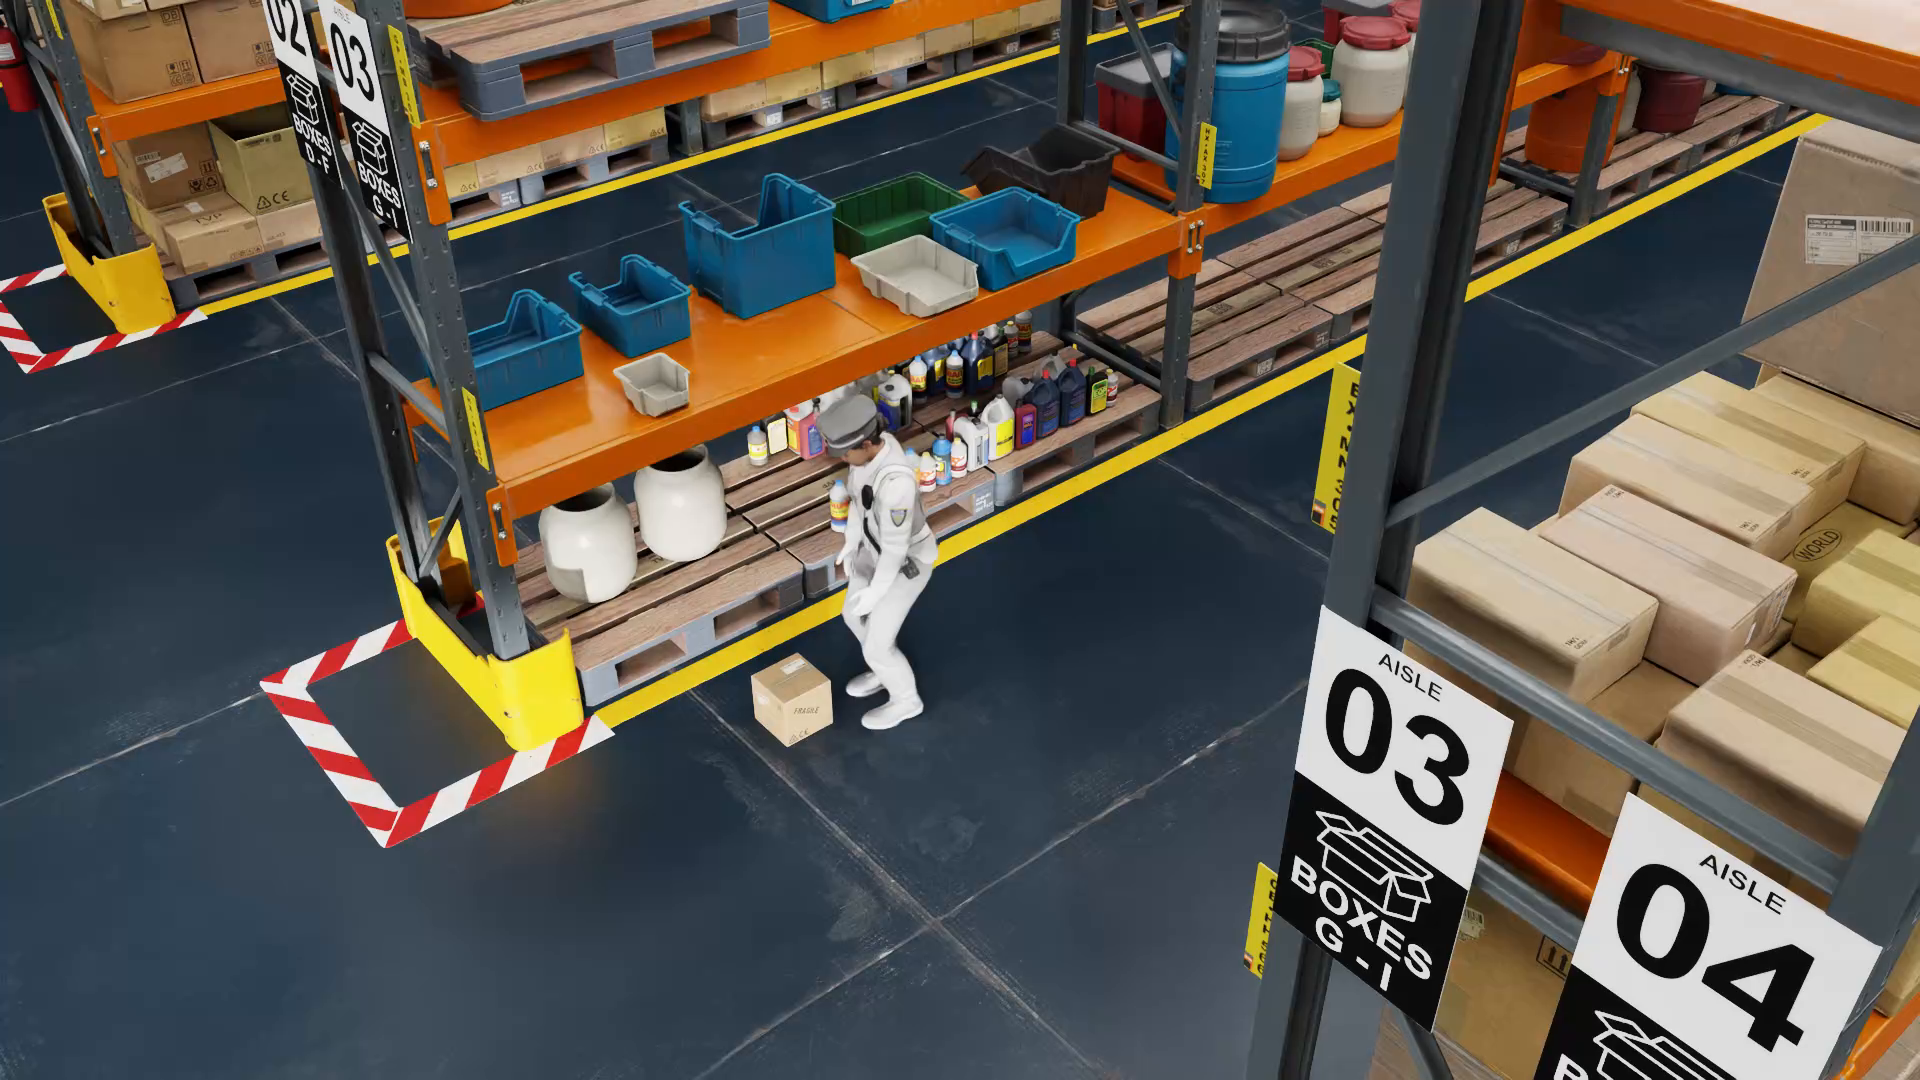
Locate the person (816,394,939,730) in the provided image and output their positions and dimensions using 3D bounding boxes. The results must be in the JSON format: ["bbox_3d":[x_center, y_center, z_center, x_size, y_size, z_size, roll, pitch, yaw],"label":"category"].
[{"bbox_3d":[-0.332,0.101,7.000,0.485,1.604,0.508,-12,38,-16],"label":"person"}]
